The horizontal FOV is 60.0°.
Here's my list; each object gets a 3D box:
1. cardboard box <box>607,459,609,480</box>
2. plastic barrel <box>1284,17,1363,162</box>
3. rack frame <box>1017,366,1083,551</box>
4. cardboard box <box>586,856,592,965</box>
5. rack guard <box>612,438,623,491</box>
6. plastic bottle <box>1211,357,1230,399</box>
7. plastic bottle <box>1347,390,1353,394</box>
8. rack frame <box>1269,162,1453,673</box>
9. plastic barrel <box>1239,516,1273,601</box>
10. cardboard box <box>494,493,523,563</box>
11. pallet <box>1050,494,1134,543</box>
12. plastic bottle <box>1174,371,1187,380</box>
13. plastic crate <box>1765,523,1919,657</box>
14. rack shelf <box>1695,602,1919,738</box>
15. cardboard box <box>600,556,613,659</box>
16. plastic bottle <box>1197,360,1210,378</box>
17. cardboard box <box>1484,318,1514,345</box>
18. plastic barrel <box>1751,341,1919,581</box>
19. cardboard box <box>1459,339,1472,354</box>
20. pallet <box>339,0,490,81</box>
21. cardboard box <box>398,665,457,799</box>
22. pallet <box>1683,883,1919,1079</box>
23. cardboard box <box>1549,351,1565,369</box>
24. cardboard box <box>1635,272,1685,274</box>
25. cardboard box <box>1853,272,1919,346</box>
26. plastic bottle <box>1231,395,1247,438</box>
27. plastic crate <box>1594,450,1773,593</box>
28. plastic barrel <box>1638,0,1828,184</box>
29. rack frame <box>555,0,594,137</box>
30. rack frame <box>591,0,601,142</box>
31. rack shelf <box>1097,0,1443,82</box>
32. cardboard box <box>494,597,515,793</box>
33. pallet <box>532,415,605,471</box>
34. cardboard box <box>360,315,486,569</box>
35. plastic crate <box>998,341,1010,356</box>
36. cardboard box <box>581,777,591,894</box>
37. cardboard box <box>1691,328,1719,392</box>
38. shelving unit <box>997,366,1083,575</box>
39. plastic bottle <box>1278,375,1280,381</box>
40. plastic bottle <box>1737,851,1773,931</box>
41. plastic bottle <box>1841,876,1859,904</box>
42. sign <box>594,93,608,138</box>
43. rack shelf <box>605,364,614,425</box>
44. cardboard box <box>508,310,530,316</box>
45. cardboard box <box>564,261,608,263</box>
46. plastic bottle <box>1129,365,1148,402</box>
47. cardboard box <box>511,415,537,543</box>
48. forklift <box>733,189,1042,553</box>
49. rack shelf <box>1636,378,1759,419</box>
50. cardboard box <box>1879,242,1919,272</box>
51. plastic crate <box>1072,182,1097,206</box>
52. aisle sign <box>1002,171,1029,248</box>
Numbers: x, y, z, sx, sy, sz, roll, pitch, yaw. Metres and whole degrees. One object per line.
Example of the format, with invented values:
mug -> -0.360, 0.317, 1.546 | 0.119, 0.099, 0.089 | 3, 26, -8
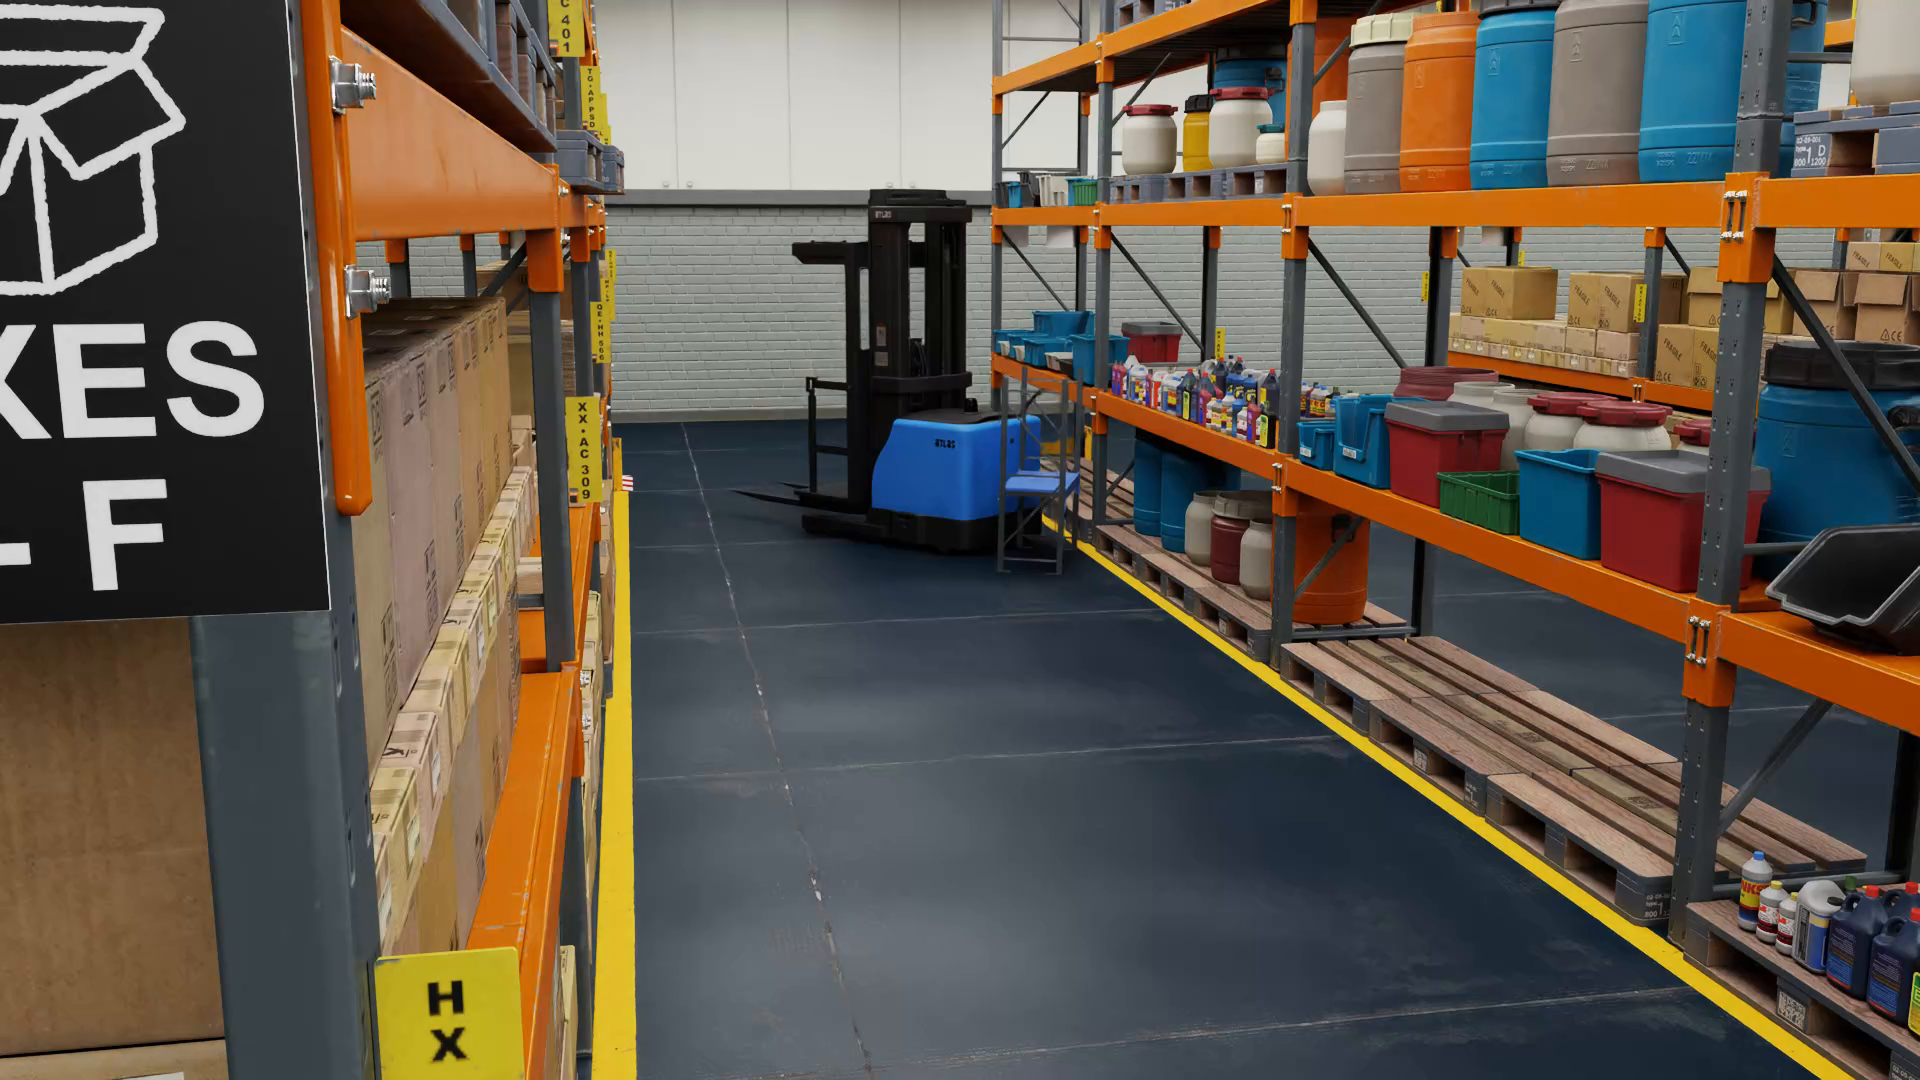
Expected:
cardboard box -> -3.527, -0.591, 15.459 | 0.500, 0.250, 0.500 | -2, 11, -11
plastic barrel -> 2.278, -2.699, 10.062 | 0.600, 0.830, 0.708 | -2, 11, -11
rack frame -> 0.735, -0.662, 13.631 | 0.500, 1.500, 0.032 | 3, 11, 10
cardboard box -> -1.531, 1.270, 5.731 | 0.500, 0.250, 0.500 | -2, 11, -12
rack guard -> -4.015, -0.750, 16.801 | 1.175, 0.500, 0.348 | -2, 11, -11
plastic bottle -> 2.002, -1.218, 12.705 | 0.144, 0.351, 0.185 | -2, 11, -11
plastic bottle -> 2.548, -0.849, 10.948 | 0.061, 0.283, 0.133 | -2, 11, -11
rack frame -> 2.386, -0.704, 9.875 | 1.000, 3.000, 0.127 | -2, 11, -11
plastic barrel -> 2.077, 0.122, 11.063 | 0.421, 0.512, 0.421 | 0, 11, 0
cardboard box -> -1.333, -0.024, 4.296 | 0.380, 0.149, 0.250 | -2, 11, -13
pallet -> 1.427, -0.202, 14.691 | 1.003, 0.211, 1.213 | -2, 11, -11
plastic bottle -> 1.654, -1.114, 12.359 | 0.152, 0.276, 0.135 | -2, 11, -11
plastic crate -> 3.141, 0.160, 5.497 | 0.767, 0.338, 0.504 | -2, 11, -11
rack shelf -> 3.553, 0.749, 4.160 | 1.077, 0.370, 4.000 | -2, 11, -11
cardboard box -> -2.282, 0.393, 9.618 | 0.500, 0.500, 0.500 | -2, 11, -9
plastic bottle -> 2.002, -1.317, 13.423 | 0.152, 0.276, 0.135 | -2, 11, -11
cardboard box -> 5.719, -2.139, 17.018 | 0.500, 0.250, 0.500 | -2, 11, -13
plastic barrel -> 3.386, -0.299, 6.404 | 0.600, 0.901, 0.708 | -2, 11, -11
cardboard box -> 5.535, -2.057, 17.655 | 0.380, 0.149, 0.250 | -2, 11, -12
pallet -> -1.030, -0.618, 1.637 | 1.003, 0.211, 1.213 | -2, 11, -11
cardboard box -> -0.985, 0.305, 2.567 | 0.380, 0.149, 0.250 | -3, 11, -13
pallet -> 3.254, 1.524, 5.626 | 1.003, 0.211, 1.213 | -2, 11, -11
cardboard box -> 5.885, -1.727, 15.922 | 0.380, 0.149, 0.250 | -2, 11, -10
cardboard box -> 6.536, -2.247, 15.578 | 0.500, 0.500, 0.500 | -2, 11, -11
cardboard box -> 6.994, -1.681, 12.054 | 0.797, 0.503, 0.637 | -2, 11, -10
plastic bottle -> 1.801, -0.800, 10.720 | 0.097, 0.271, 0.097 | 0, 11, 0
plastic crate -> 2.770, -0.080, 6.423 | 0.402, 0.464, 0.583 | -2, 11, -11
plastic barrel -> 2.852, -1.776, 6.142 | 0.600, 0.901, 0.708 | -2, 11, -11
rack frame -> -3.252, -4.206, 12.225 | 1.000, 3.000, 0.127 | -2, 11, -11
rack frame -> -4.030, -4.939, 16.080 | 1.000, 3.000, 0.127 | -2, 11, -11
rack shelf -> 1.997, -3.468, 11.346 | 1.077, 0.370, 4.000 | -2, 11, -11
cardboard box -> -1.494, 0.337, 4.135 | 0.700, 0.500, 0.500 | -2, 11, -12
pallet -> -2.674, -0.552, 9.590 | 1.213, 0.211, 1.003 | -2, 11, -11
cardboard box -> -1.407, -0.212, 3.551 | 0.700, 0.500, 0.500 | -2, 11, -11
plastic crate -> 0.536, -1.952, 16.977 | 0.250, 0.136, 0.298 | -2, 11, -11
cardboard box -> -1.532, 0.993, 5.689 | 0.500, 0.311, 0.500 | -2, 11, -11
cardboard box -> 6.409, -1.482, 13.691 | 0.500, 0.500, 0.500 | -2, 11, -11
shelving unit -> 0.643, -0.572, 13.139 | 0.538, 1.500, 1.048 | 3, 11, 10
plastic bottle -> 2.322, -1.055, 11.849 | 0.144, 0.351, 0.185 | -2, 11, -11
plastic bottle -> 2.796, 1.228, 5.844 | 0.097, 0.271, 0.097 | 0, 11, 0
plastic bottle -> 2.990, 1.276, 5.557 | 0.061, 0.283, 0.133 | -2, 11, -11
sign -> -2.708, -3.200, 12.530 | 0.100, 0.325, 0.005 | -2, 11, -11
rack shelf -> -3.641, -1.272, 14.781 | 1.077, 0.370, 4.000 | -2, 11, -11
cardboard box -> -3.379, -1.419, 12.239 | 0.700, 0.500, 0.500 | -6, 12, -30
cardboard box -> -3.574, -2.368, 15.675 | 0.500, 0.500, 0.500 | -2, 11, -9
plastic bottle -> 1.395, -1.211, 12.869 | 0.152, 0.276, 0.135 | -2, 11, -11
cardboard box -> -2.131, -0.267, 7.309 | 0.500, 0.500, 0.500 | -3, 11, -14
forklift -> -0.749, -1.539, 14.446 | 3.031, 2.935, 1.130 | 9, 14, 40
rack shelf -> 6.855, -0.898, 12.816 | 1.077, 0.370, 4.000 | -2, 11, -11
cardboard box -> 10.505, -3.016, 18.281 | 0.500, 0.500, 0.500 | -2, 11, -9
plastic crate -> 1.229, -2.874, 13.819 | 0.450, 0.188, 0.662 | -2, 11, -11
aisle sign -> 0.525, -3.451, 17.353 | 0.394, 0.787, 0.004 | -2, 11, -11
